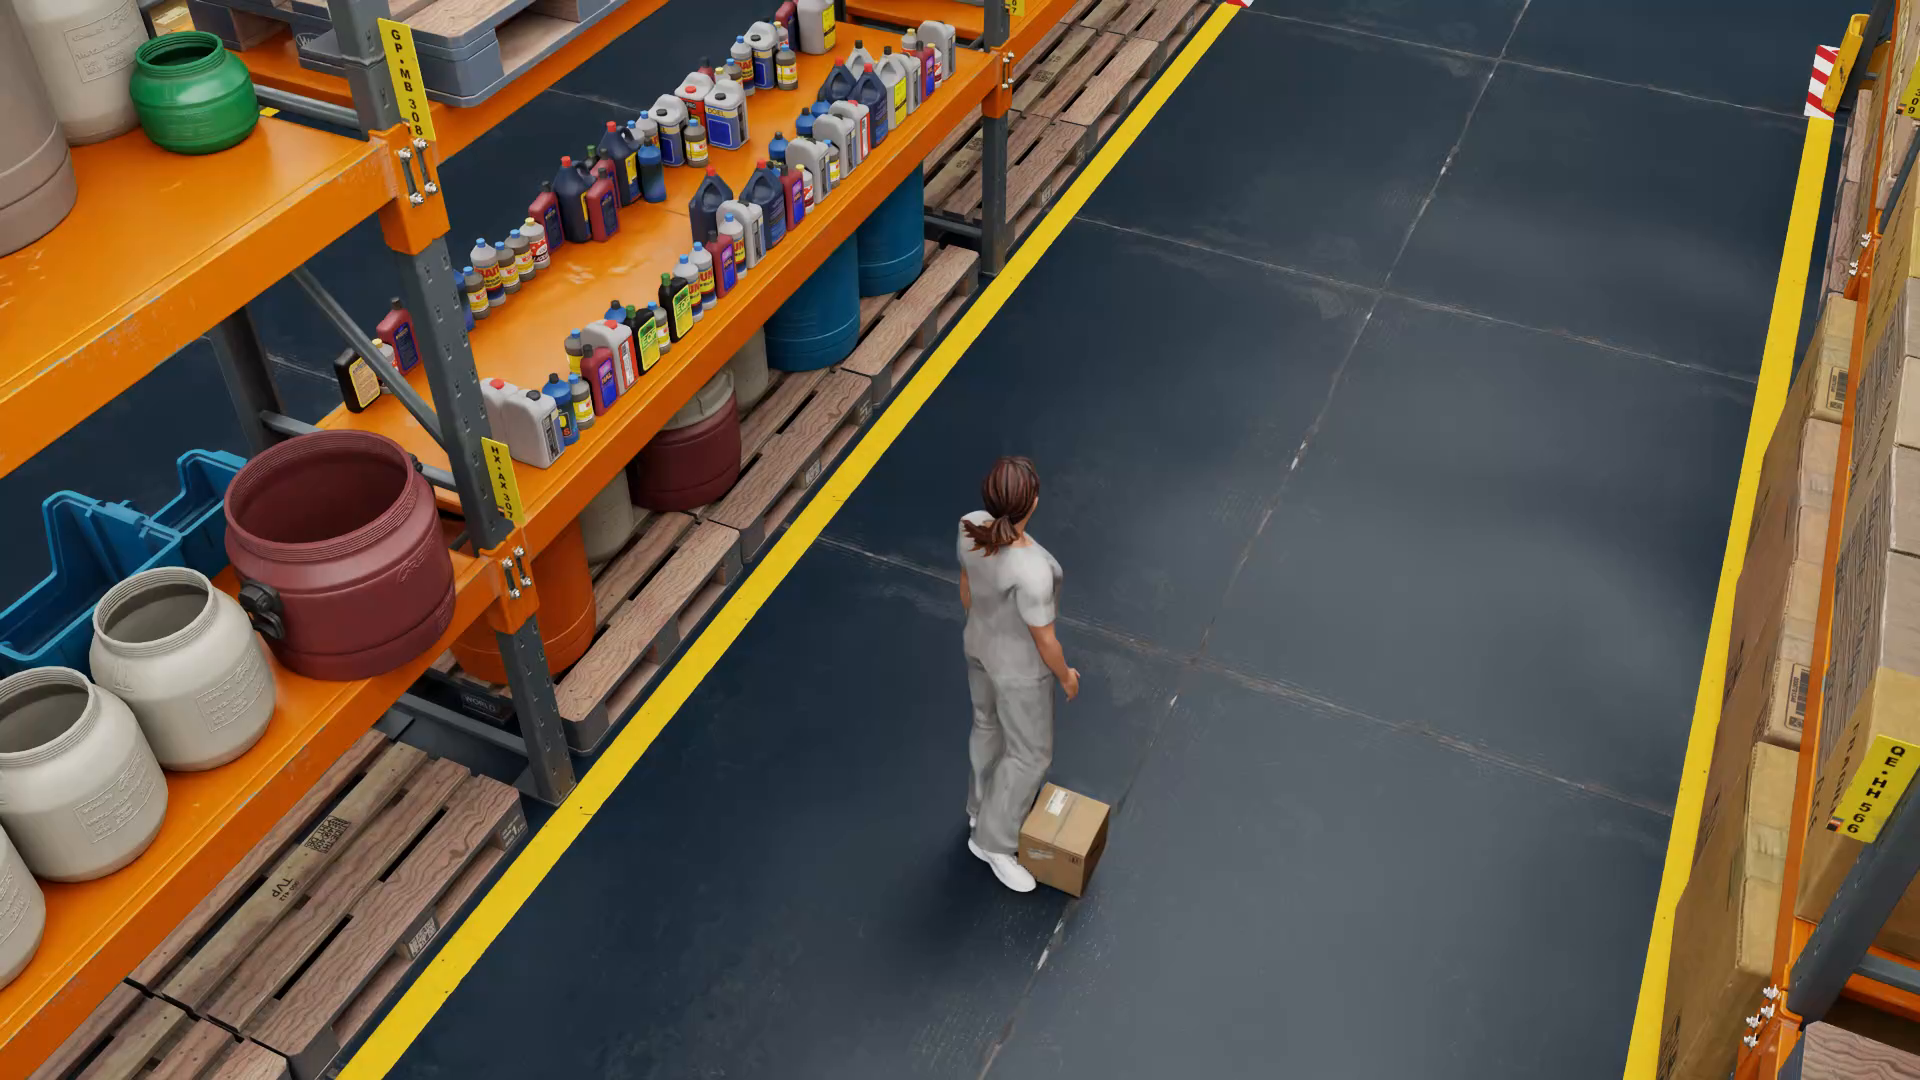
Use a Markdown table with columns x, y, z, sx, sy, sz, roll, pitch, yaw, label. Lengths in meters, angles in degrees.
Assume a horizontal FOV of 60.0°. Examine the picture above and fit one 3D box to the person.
| x | y | z | sx | sy | sz | roll | pitch | yaw | label |
| --- | --- | --- | --- | --- | --- | --- | --- | --- | --- |
| 0.180 | 0.445 | 5.644 | 0.409 | 1.669 | 0.616 | -23 | 47 | -23 | person |
